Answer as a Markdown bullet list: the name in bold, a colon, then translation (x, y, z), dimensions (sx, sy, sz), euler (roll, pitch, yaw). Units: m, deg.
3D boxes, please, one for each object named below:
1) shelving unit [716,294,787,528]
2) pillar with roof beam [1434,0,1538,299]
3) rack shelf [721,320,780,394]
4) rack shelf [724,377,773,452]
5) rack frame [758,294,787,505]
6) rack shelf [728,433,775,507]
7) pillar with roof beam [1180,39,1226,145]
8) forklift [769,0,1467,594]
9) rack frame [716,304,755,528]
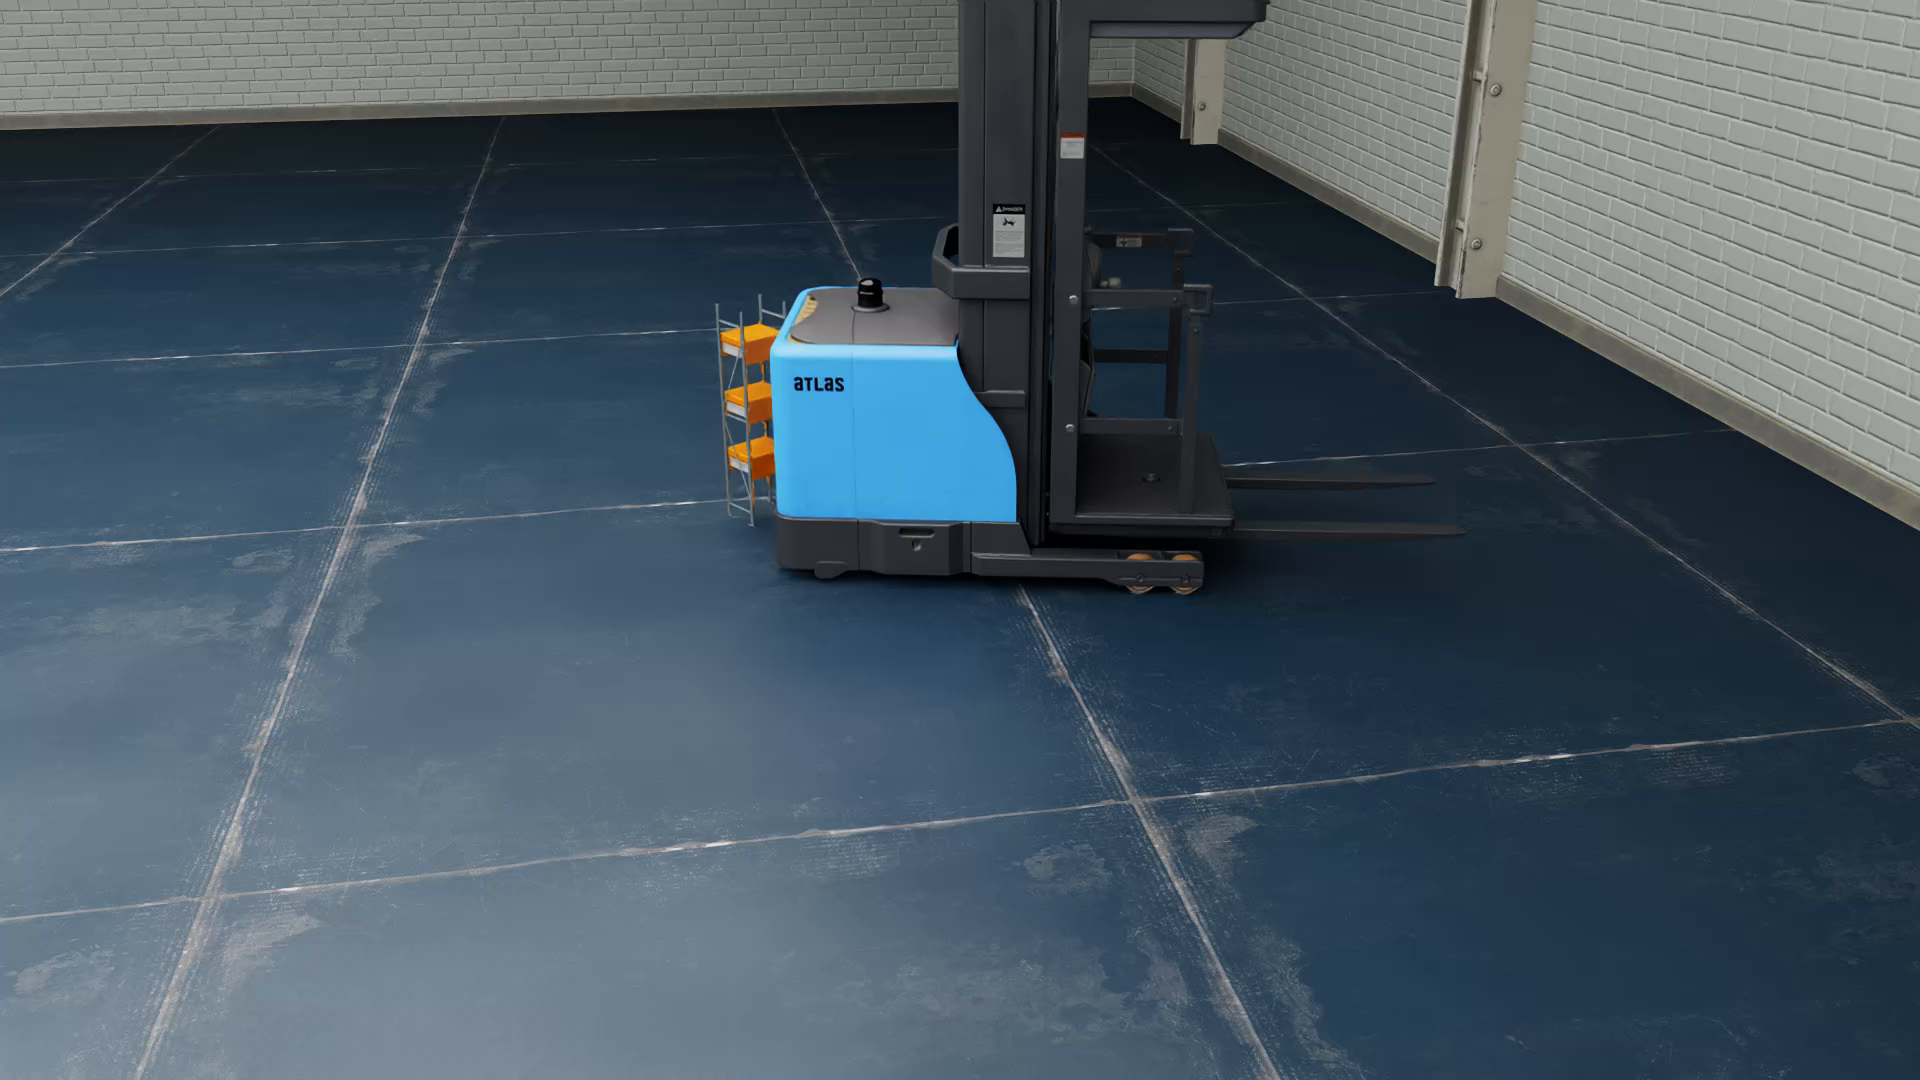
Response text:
- **shelving unit**: translation (-0.956, -0.602, 7.816), dimensions (0.252, 1.050, 0.215), euler (-21, 31, -39)
- **pillar with roof beam**: translation (-0.635, -5.579, 9.281), dimensions (9.100, 9.000, 0.400), euler (-4, 24, -10)
- **rack shelf**: translation (-0.957, -0.852, 7.707), dimensions (0.240, 0.259, 0.215), euler (-21, 31, -39)
- **rack shelf**: translation (-0.956, -0.592, 7.820), dimensions (0.240, 0.259, 0.215), euler (-21, 31, -39)
- **rack frame**: translation (-0.867, -0.636, 7.893), dimensions (0.008, 1.050, 0.200), euler (-21, 31, -39)
- **rack shelf**: translation (-0.956, -0.338, 7.932), dimensions (0.240, 0.259, 0.215), euler (-21, 31, -39)
- **pillar with roof beam**: translation (-1.744, -7.939, 14.685), dimensions (9.100, 9.000, 0.400), euler (-4, 24, -10)
- **forklift**: translation (0.720, -1.330, 7.134), dimensions (3.031, 2.935, 1.130), euler (1, 24, 3)
- **rack frame**: translation (-1.045, -0.568, 7.740), dimensions (0.008, 1.050, 0.200), euler (-21, 31, -39)
